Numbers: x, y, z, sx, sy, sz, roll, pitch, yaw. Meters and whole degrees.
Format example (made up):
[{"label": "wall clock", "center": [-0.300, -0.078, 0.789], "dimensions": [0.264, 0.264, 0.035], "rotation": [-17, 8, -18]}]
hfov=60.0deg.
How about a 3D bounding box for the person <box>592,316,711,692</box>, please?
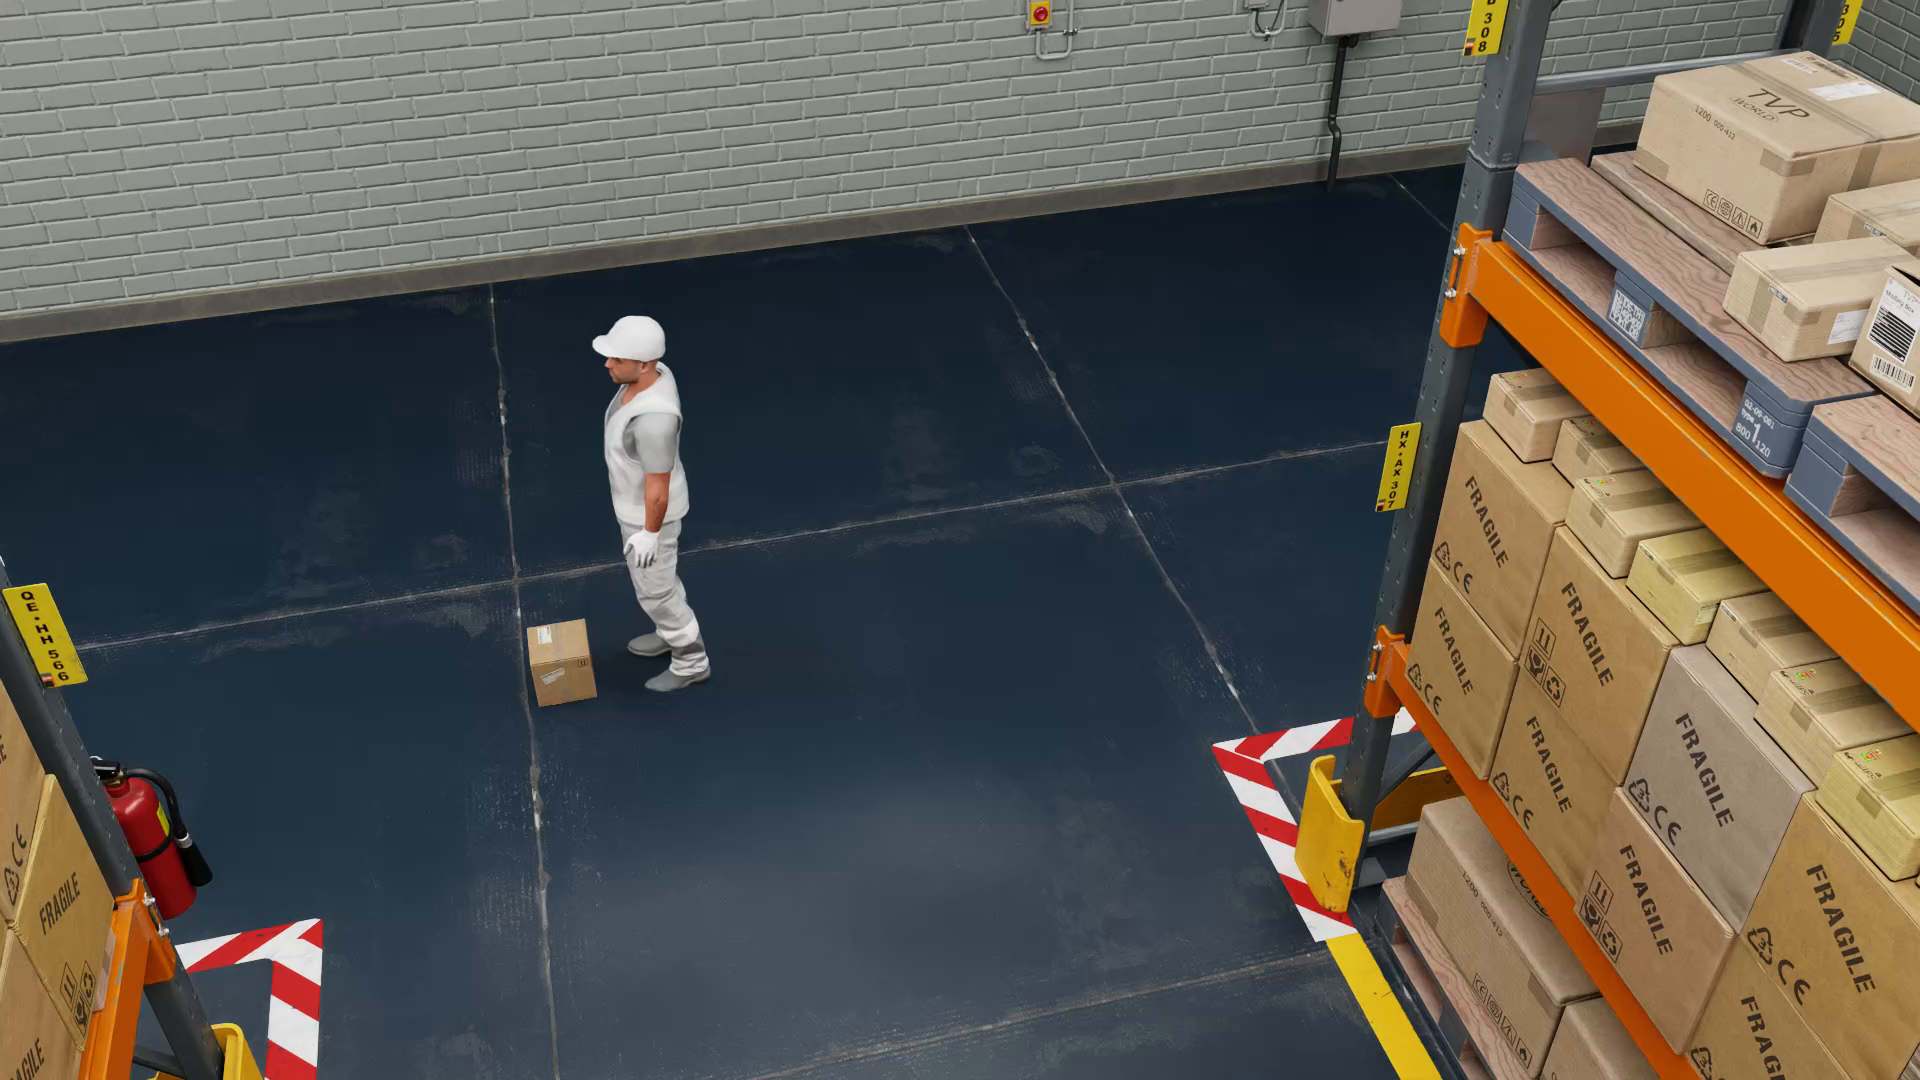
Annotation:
[{"label": "person", "center": [-1.287, -0.129, 6.890], "dimensions": [0.364, 1.809, 0.525], "rotation": [-9, 39, -11]}]
